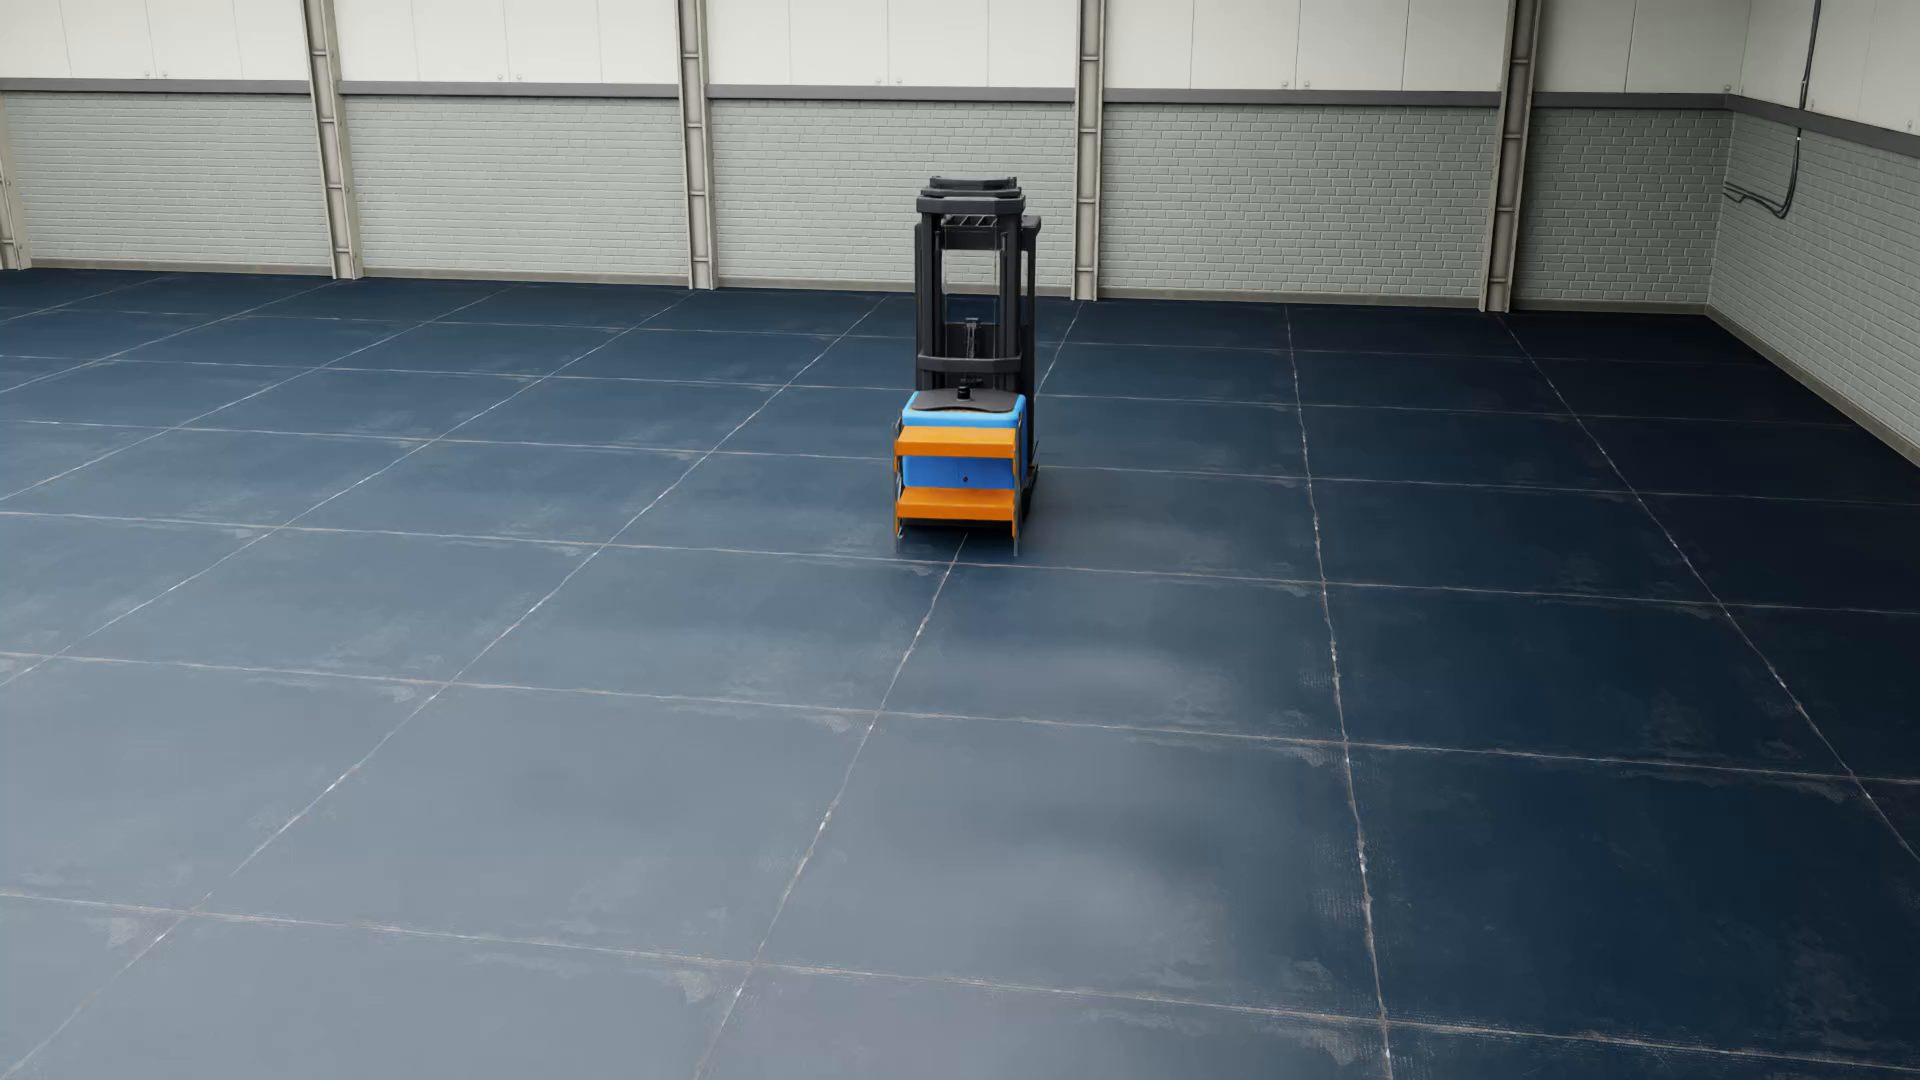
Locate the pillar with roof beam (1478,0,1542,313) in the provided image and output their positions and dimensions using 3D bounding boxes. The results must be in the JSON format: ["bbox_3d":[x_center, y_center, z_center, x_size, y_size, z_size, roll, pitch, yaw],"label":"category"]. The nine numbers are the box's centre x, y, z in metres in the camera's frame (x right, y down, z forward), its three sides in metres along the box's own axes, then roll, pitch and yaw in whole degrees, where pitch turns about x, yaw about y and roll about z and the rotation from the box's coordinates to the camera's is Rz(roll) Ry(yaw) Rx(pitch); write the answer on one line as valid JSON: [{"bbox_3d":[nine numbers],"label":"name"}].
[{"bbox_3d":[7.137,-6.287,18.912,0.400,9.000,9.100,3,19,9],"label":"pillar with roof beam"}]

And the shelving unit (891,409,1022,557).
[{"bbox_3d":[-0.019,-0.485,13.979,1.048,1.125,0.538,2,19,5],"label":"shelving unit"}]

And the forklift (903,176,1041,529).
[{"bbox_3d":[0.164,-1.913,15.400,1.130,2.935,3.031,2,19,6],"label":"forklift"}]

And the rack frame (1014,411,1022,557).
[{"bbox_3d":[0.487,-0.470,13.934,0.032,1.125,0.500,2,19,5],"label":"rack frame"}]

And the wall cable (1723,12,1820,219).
[{"bbox_3d":[10.518,-5.601,21.754,0.112,2.526,3.097,3,19,9],"label":"wall cable"}]

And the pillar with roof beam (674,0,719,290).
[{"bbox_3d":[-4.711,-6.891,20.717,0.400,9.000,9.100,3,19,9],"label":"pillar with roof beam"}]

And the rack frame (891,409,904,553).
[{"bbox_3d":[-0.525,-0.500,14.023,0.032,1.125,0.500,2,19,5],"label":"rack frame"}]

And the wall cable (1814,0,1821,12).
[{"bbox_3d":[10.089,-7.149,18.420,0.112,2.526,3.097,3,19,9],"label":"wall cable"}]

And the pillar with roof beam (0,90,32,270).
[{"bbox_3d":[-16.559,-7.495,22.522,0.400,9.000,9.100,3,19,9],"label":"pillar with roof beam"}]

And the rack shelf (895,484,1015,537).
[{"bbox_3d":[-0.019,-0.253,14.056,1.000,0.278,0.538,2,19,5],"label":"rack shelf"}]

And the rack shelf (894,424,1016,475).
[{"bbox_3d":[-0.019,-0.762,13.886,1.000,0.278,0.538,2,19,5],"label":"rack shelf"}]

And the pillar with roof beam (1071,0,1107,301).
[{"bbox_3d":[1.213,-6.589,19.815,0.400,9.000,9.100,3,19,9],"label":"pillar with roof beam"}]

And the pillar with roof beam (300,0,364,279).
[{"bbox_3d":[-10.635,-7.193,21.620,0.400,9.000,9.100,3,19,9],"label":"pillar with roof beam"}]
